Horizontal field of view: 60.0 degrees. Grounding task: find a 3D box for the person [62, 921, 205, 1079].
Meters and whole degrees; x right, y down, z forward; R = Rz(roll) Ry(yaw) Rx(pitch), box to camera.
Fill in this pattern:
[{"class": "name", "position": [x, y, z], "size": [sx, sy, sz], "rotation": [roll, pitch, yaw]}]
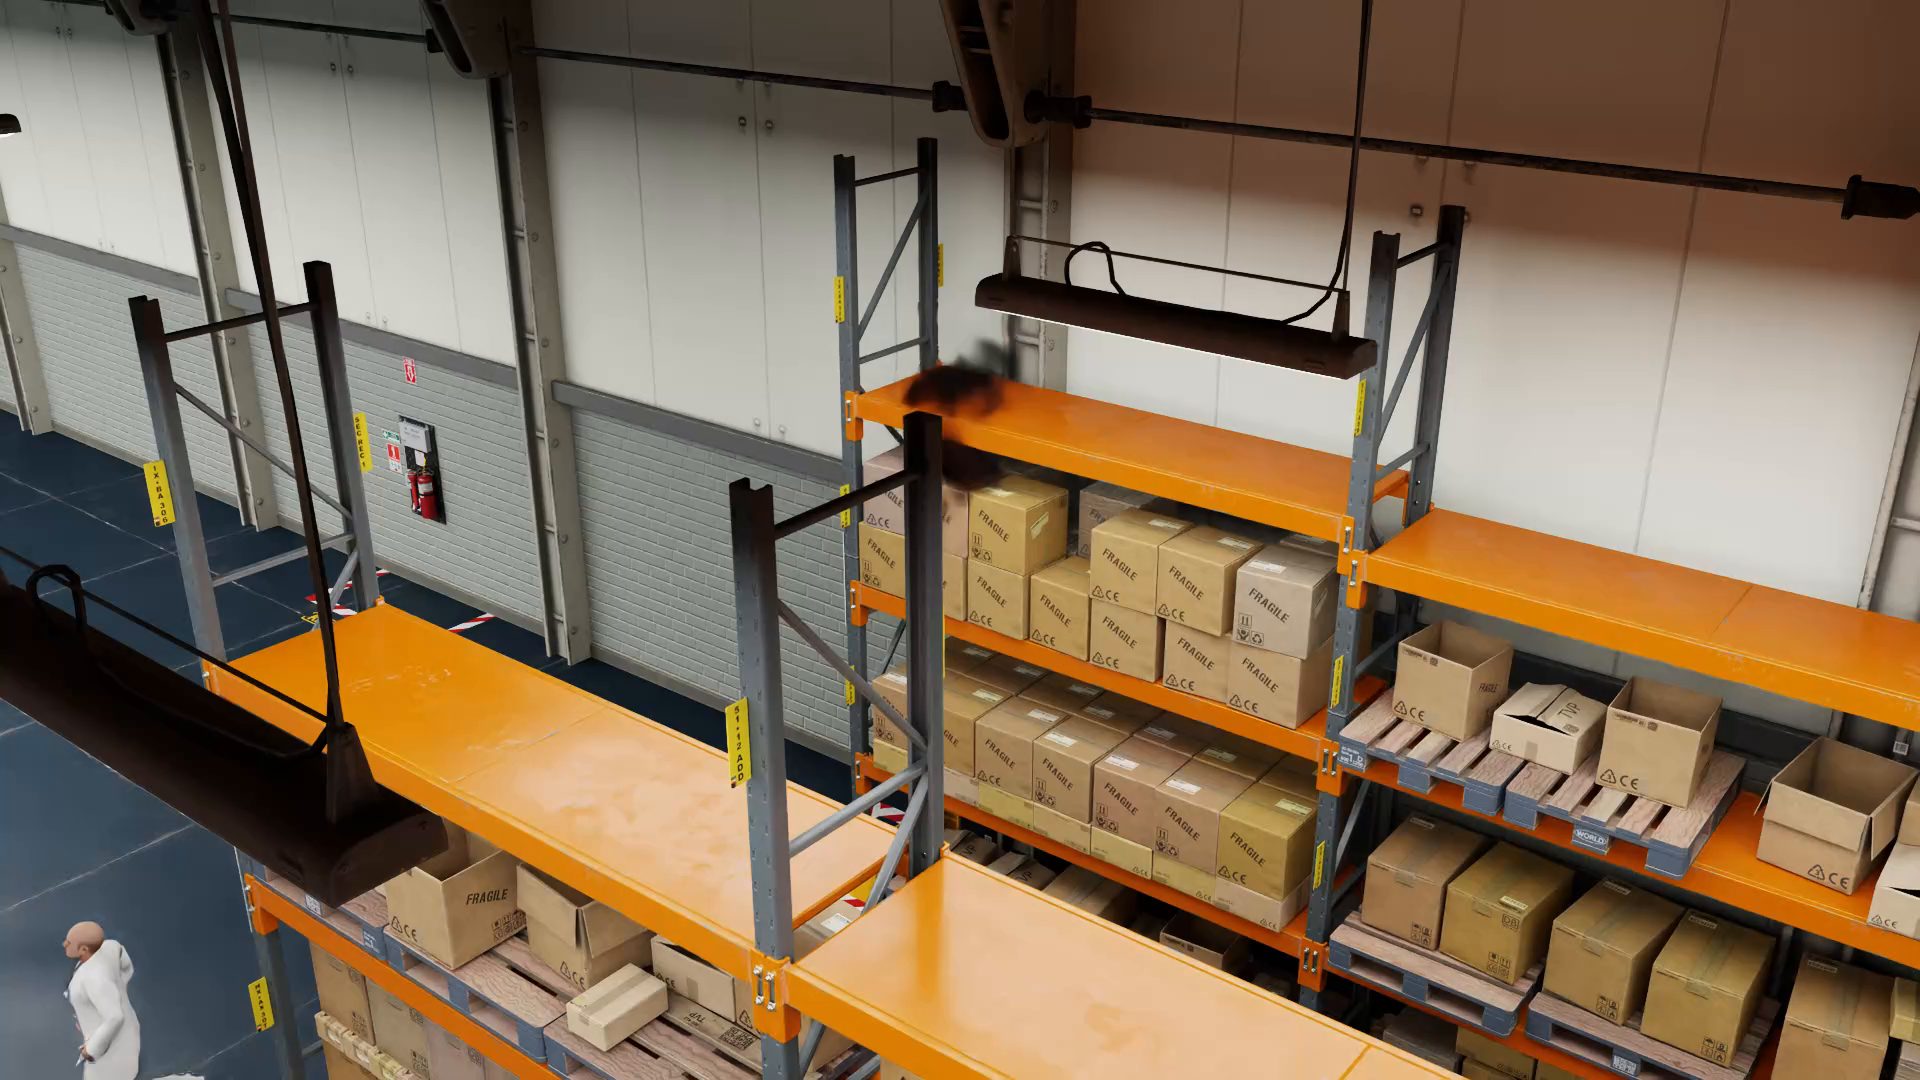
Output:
[{"class": "person", "position": [-5.358, 3.209, 10.737], "size": [0.744, 1.775, 0.727], "rotation": [-8, 24, -19]}]
